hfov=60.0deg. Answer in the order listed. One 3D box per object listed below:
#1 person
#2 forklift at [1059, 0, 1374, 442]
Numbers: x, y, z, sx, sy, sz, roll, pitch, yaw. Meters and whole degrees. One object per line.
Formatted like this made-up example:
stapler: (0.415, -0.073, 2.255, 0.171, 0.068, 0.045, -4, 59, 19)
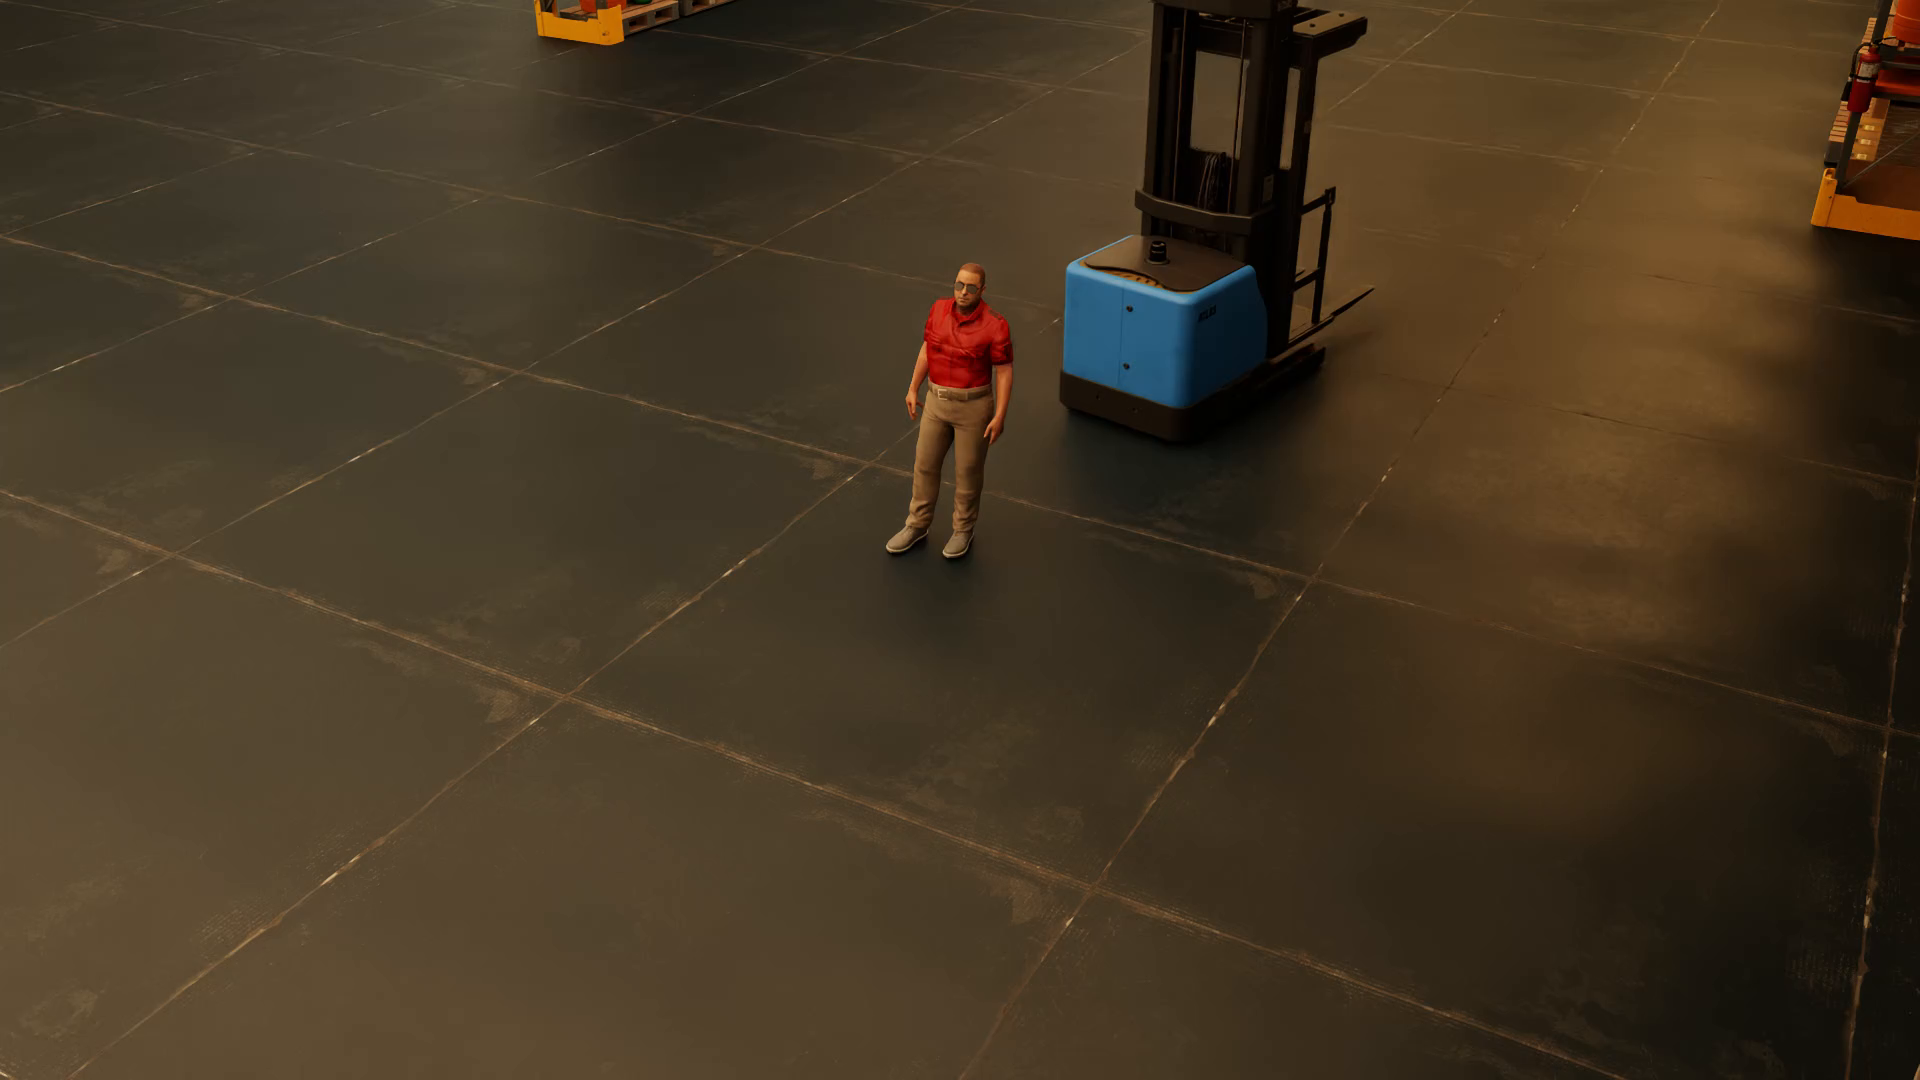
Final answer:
person: (-0.054, -0.719, 9.503, 0.641, 1.728, 0.550, 15, 33, 25)
forklift: (2.016, -2.585, 11.549, 1.130, 2.935, 3.031, 23, 37, 34)
